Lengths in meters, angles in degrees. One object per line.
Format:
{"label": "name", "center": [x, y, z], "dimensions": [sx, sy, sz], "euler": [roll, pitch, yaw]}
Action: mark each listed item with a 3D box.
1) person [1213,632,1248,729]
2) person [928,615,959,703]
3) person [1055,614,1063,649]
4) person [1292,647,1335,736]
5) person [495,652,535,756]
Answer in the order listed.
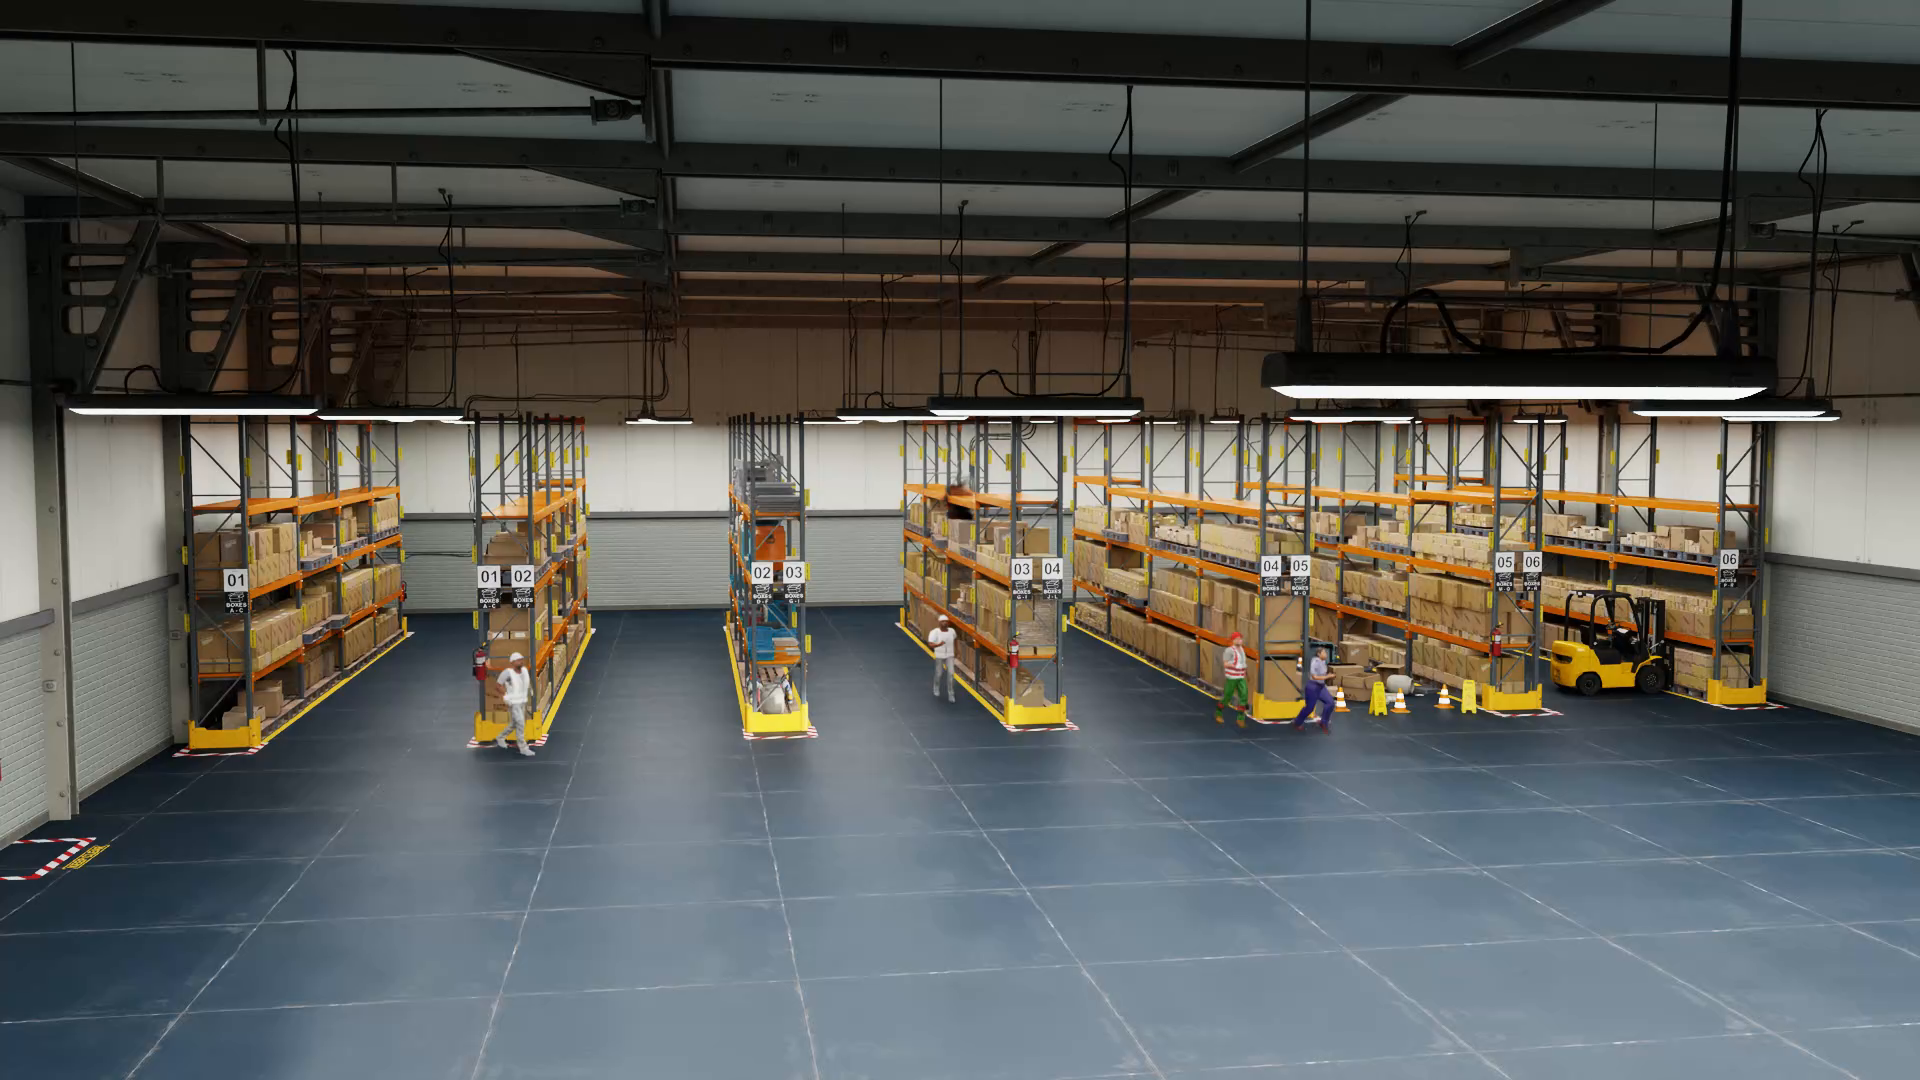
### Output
{"label": "person", "center": [5.222, 2.657, 31.803], "dimensions": [0.654, 1.817, 0.811], "euler": [-3, 5, -37]}
{"label": "person", "center": [-0.334, 2.450, 34.765], "dimensions": [0.690, 1.779, 0.939], "euler": [-1, 4, -15]}
{"label": "person", "center": [2.358, 1.998, 42.313], "dimensions": [0.651, 1.688, 0.607], "euler": [-1, 4, -15]}
{"label": "person", "center": [6.593, 2.809, 30.946], "dimensions": [0.819, 1.676, 0.627], "euler": [2, 5, 32]}
{"label": "person", "center": [-7.752, 2.832, 28.981], "dimensions": [0.930, 1.771, 0.674], "euler": [2, 4, 27]}
